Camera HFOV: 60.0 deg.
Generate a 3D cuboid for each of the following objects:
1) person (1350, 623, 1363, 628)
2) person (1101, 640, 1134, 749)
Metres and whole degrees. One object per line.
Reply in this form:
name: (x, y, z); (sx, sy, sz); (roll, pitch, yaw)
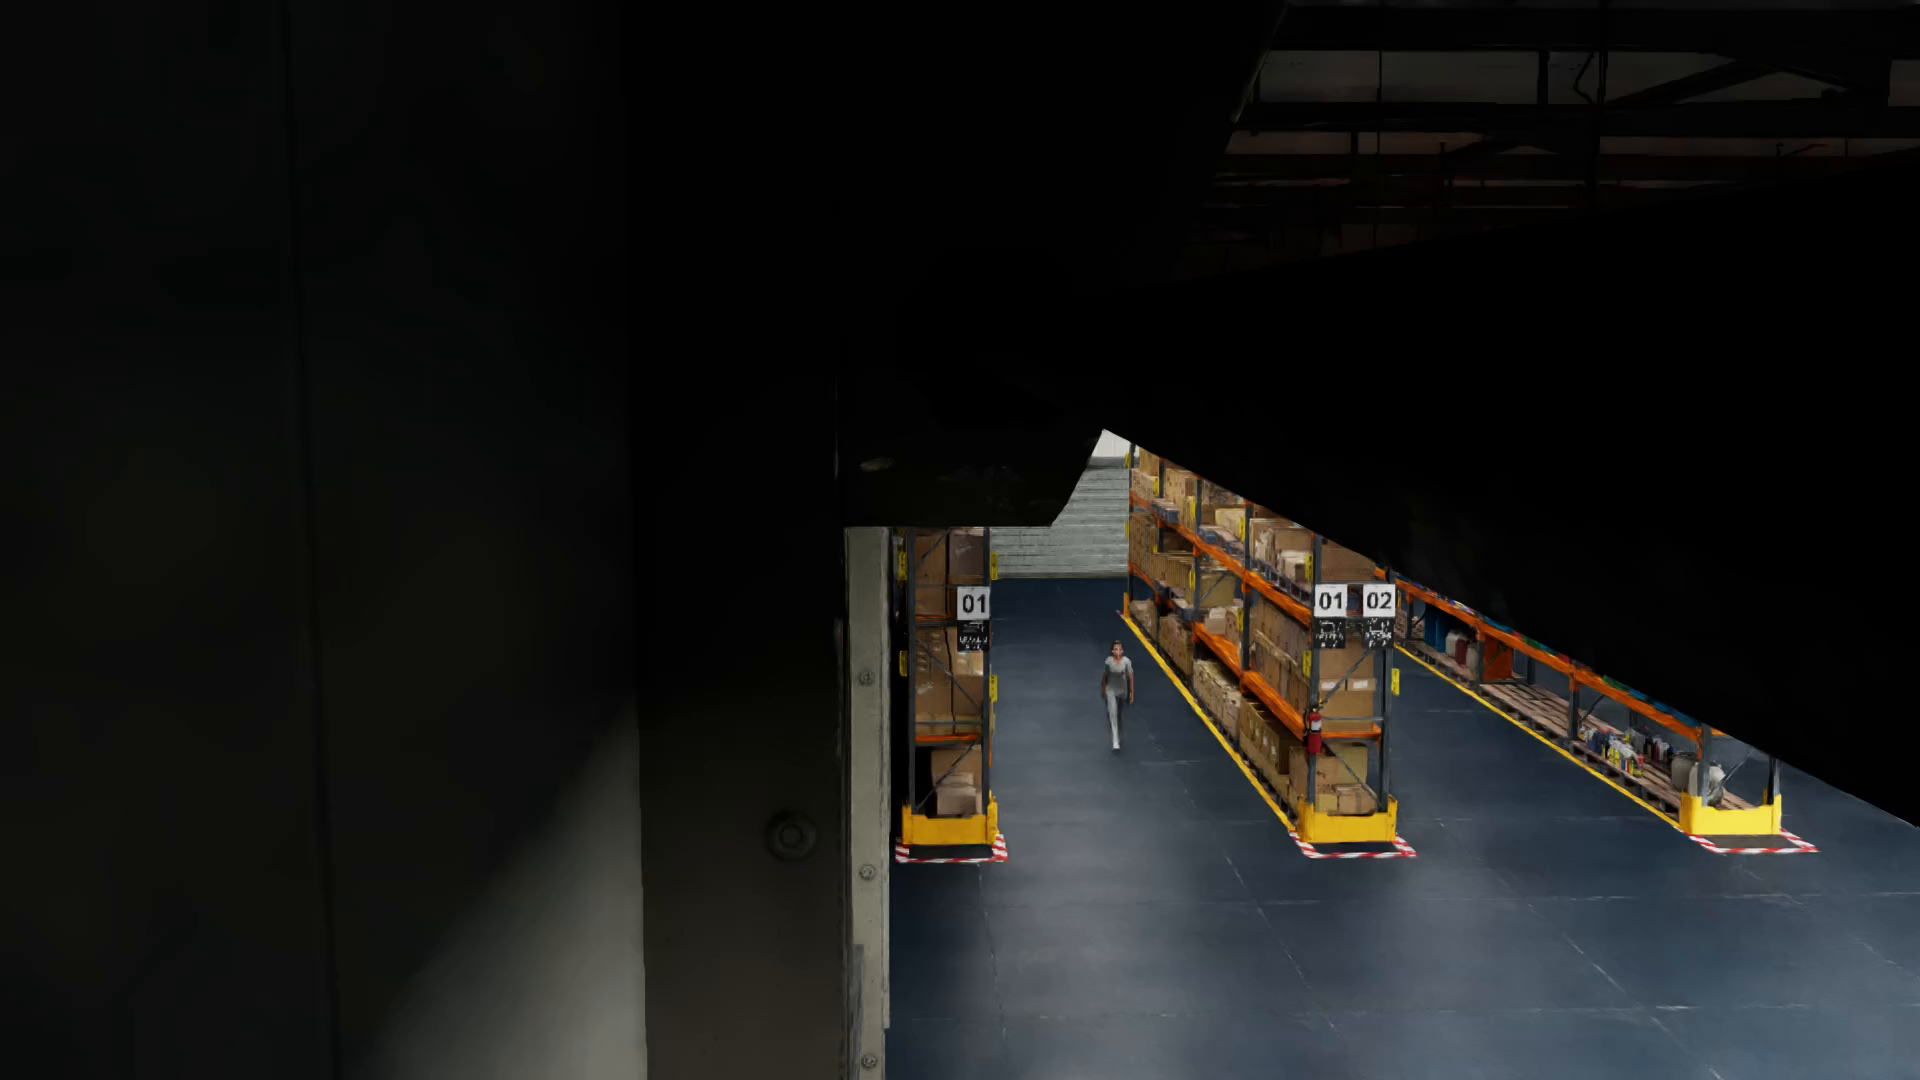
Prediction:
person: (8.424, 1.023, 35.065); (0.484, 1.617, 0.979); (1, 7, 7)
person: (2.397, 2.307, 25.202); (0.453, 1.612, 1.019); (0, 7, -4)
